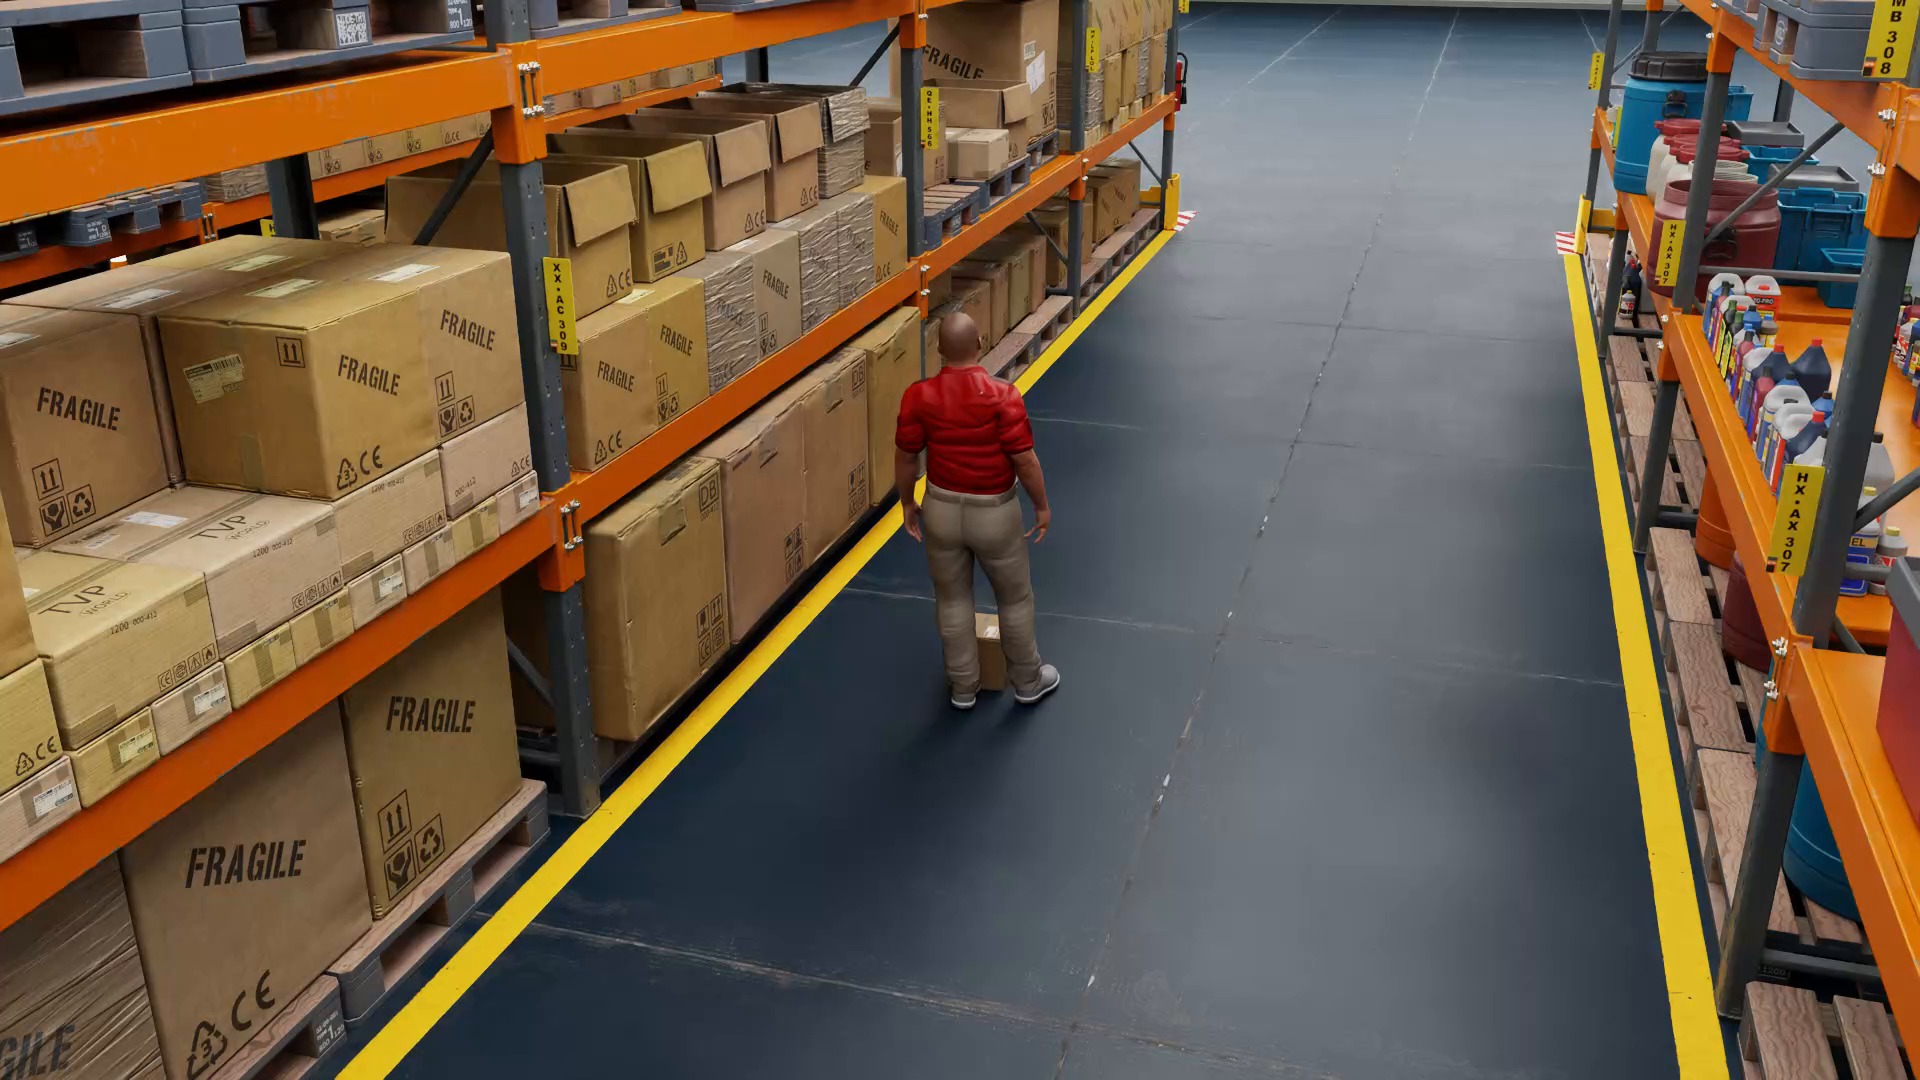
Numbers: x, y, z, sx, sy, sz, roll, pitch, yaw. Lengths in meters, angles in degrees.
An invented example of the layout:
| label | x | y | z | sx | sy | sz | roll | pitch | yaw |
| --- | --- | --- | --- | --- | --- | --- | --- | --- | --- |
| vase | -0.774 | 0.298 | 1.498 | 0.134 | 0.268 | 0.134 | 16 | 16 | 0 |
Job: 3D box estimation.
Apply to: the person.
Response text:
| label | x | y | z | sx | sy | sz | roll | pitch | yaw |
| --- | --- | --- | --- | --- | --- | --- | --- | --- | --- |
| person | 0.079 | -0.127 | 6.902 | 0.641 | 1.728 | 0.550 | 6 | 22 | 14 |
